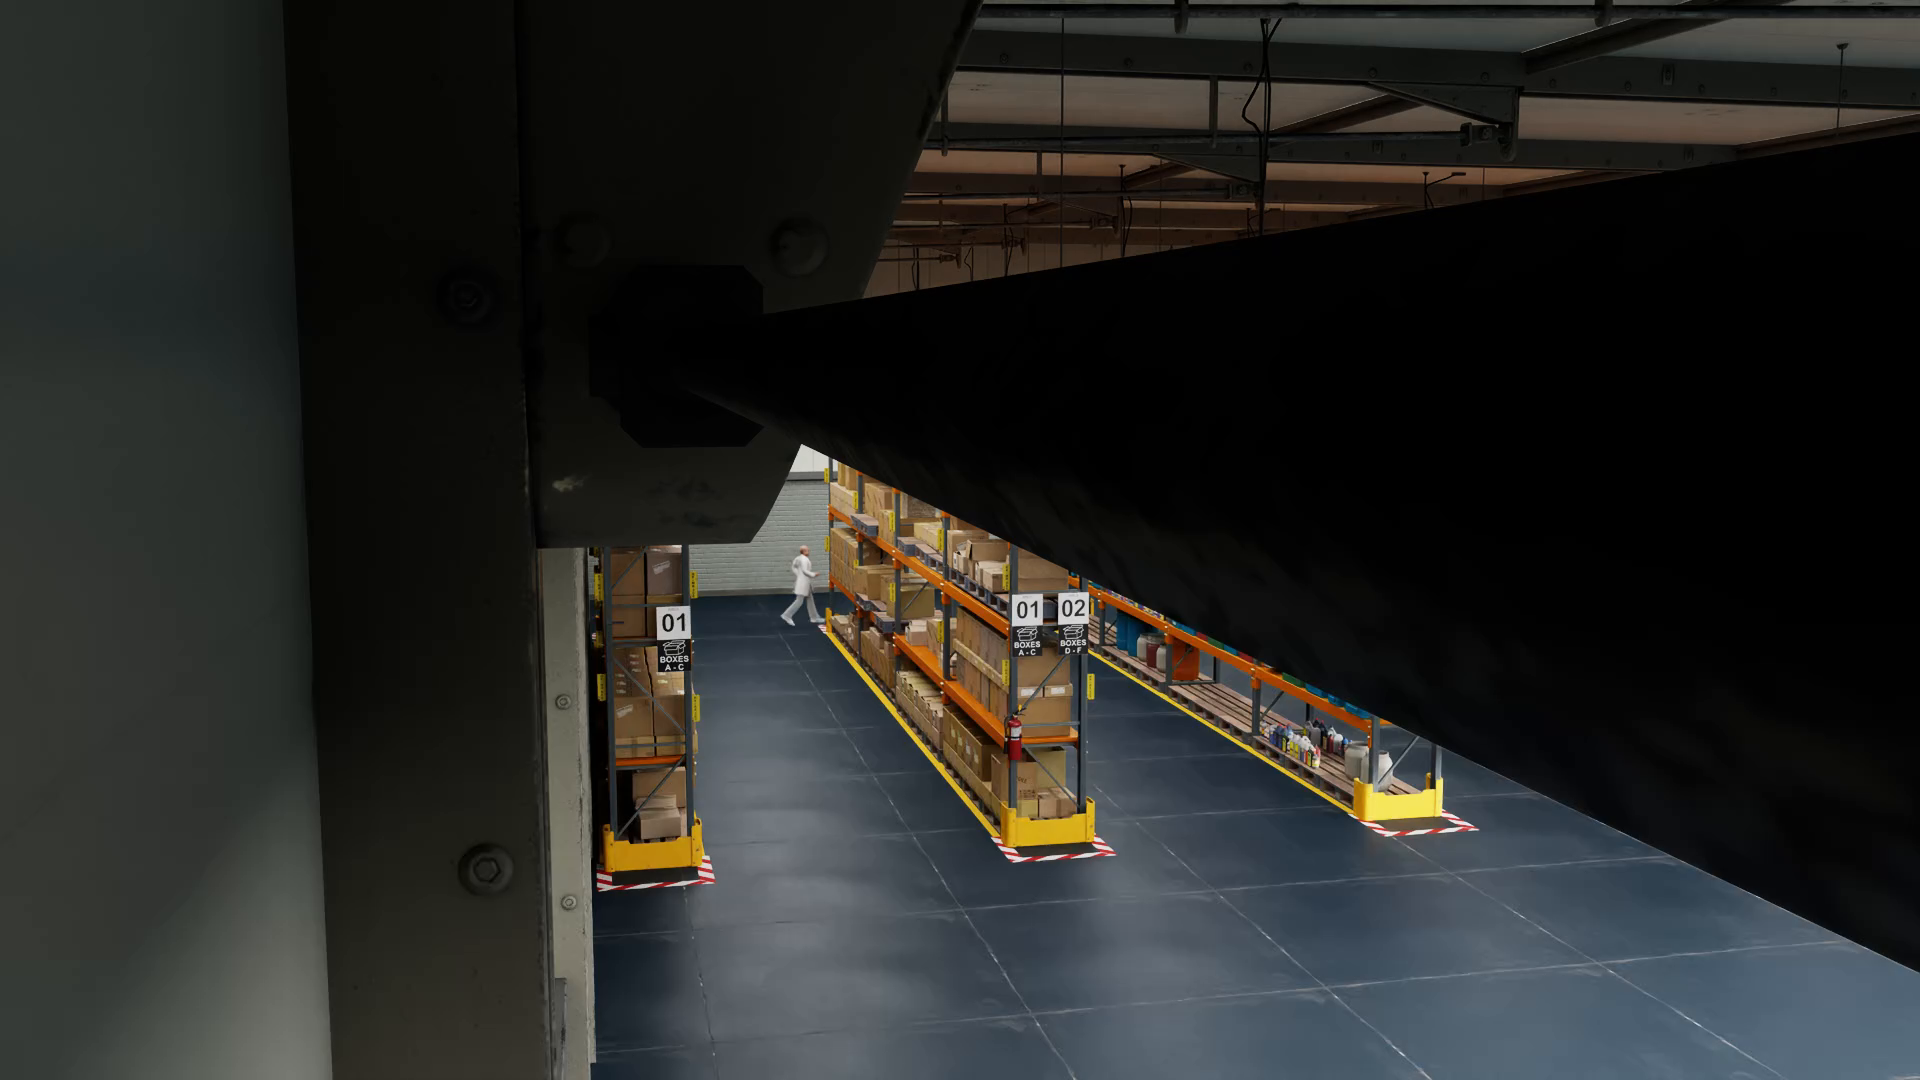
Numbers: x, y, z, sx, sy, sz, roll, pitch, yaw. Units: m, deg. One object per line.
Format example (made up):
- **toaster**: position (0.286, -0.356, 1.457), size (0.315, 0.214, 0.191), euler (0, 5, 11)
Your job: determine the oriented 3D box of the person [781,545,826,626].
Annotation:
- **person**: position (-3.515, 1.008, 37.204), size (1.050, 1.777, 0.711), euler (-2, 7, -15)
